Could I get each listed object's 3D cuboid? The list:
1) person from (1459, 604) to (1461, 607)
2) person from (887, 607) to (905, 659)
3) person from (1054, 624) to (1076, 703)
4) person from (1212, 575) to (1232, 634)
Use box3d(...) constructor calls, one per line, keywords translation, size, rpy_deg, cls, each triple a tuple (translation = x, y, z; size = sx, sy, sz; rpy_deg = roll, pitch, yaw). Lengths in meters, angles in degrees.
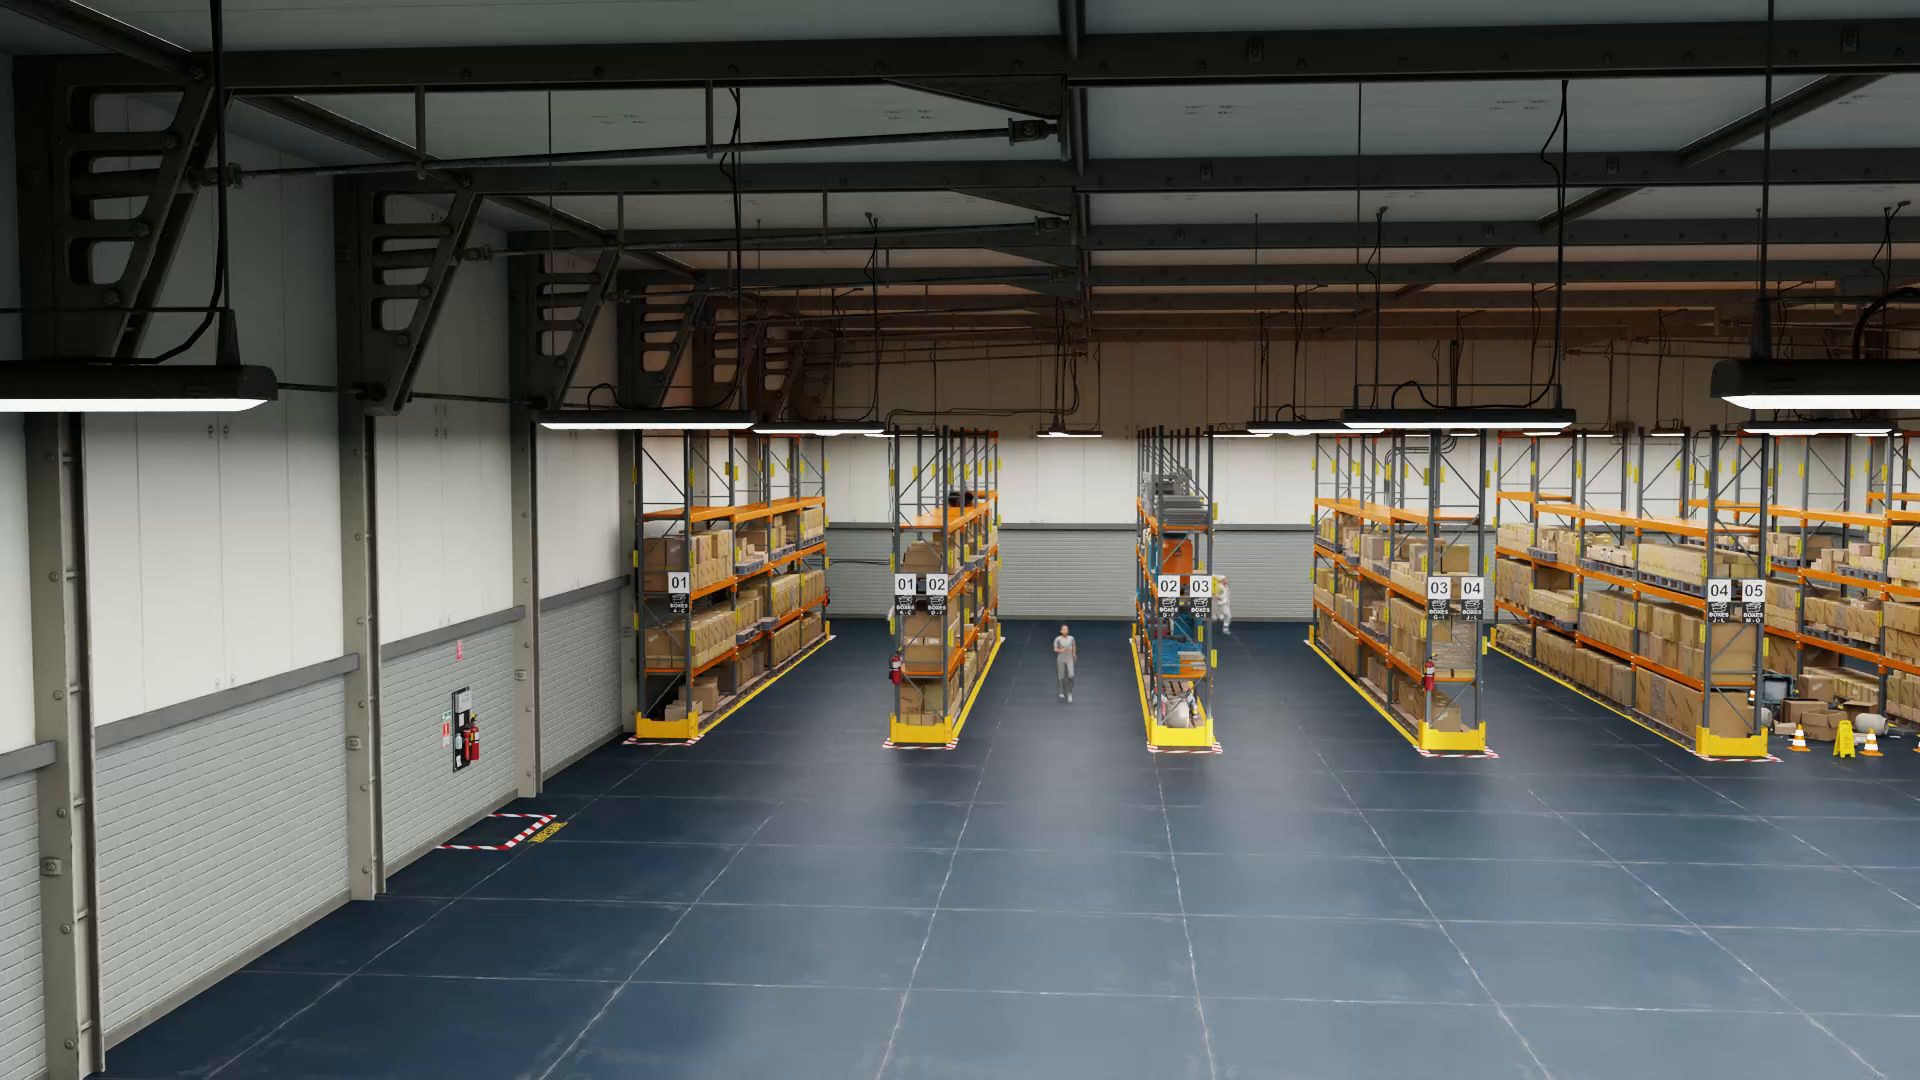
box3d(translation=(12.673, 2.365, 41.912), size=(0.620, 1.700, 0.774), rpy_deg=(0, 3, 4), cls="person")
box3d(translation=(-1.506, 2.204, 40.726), size=(0.546, 1.587, 0.739), rpy_deg=(0, 3, 2), cls="person")
box3d(translation=(2.305, 2.687, 36.373), size=(0.529, 1.699, 0.720), rpy_deg=(0, 3, -7), cls="person")
box3d(translation=(7.737, 1.908, 49.206), size=(0.670, 1.735, 0.688), rpy_deg=(2, 4, 28), cls="person")
